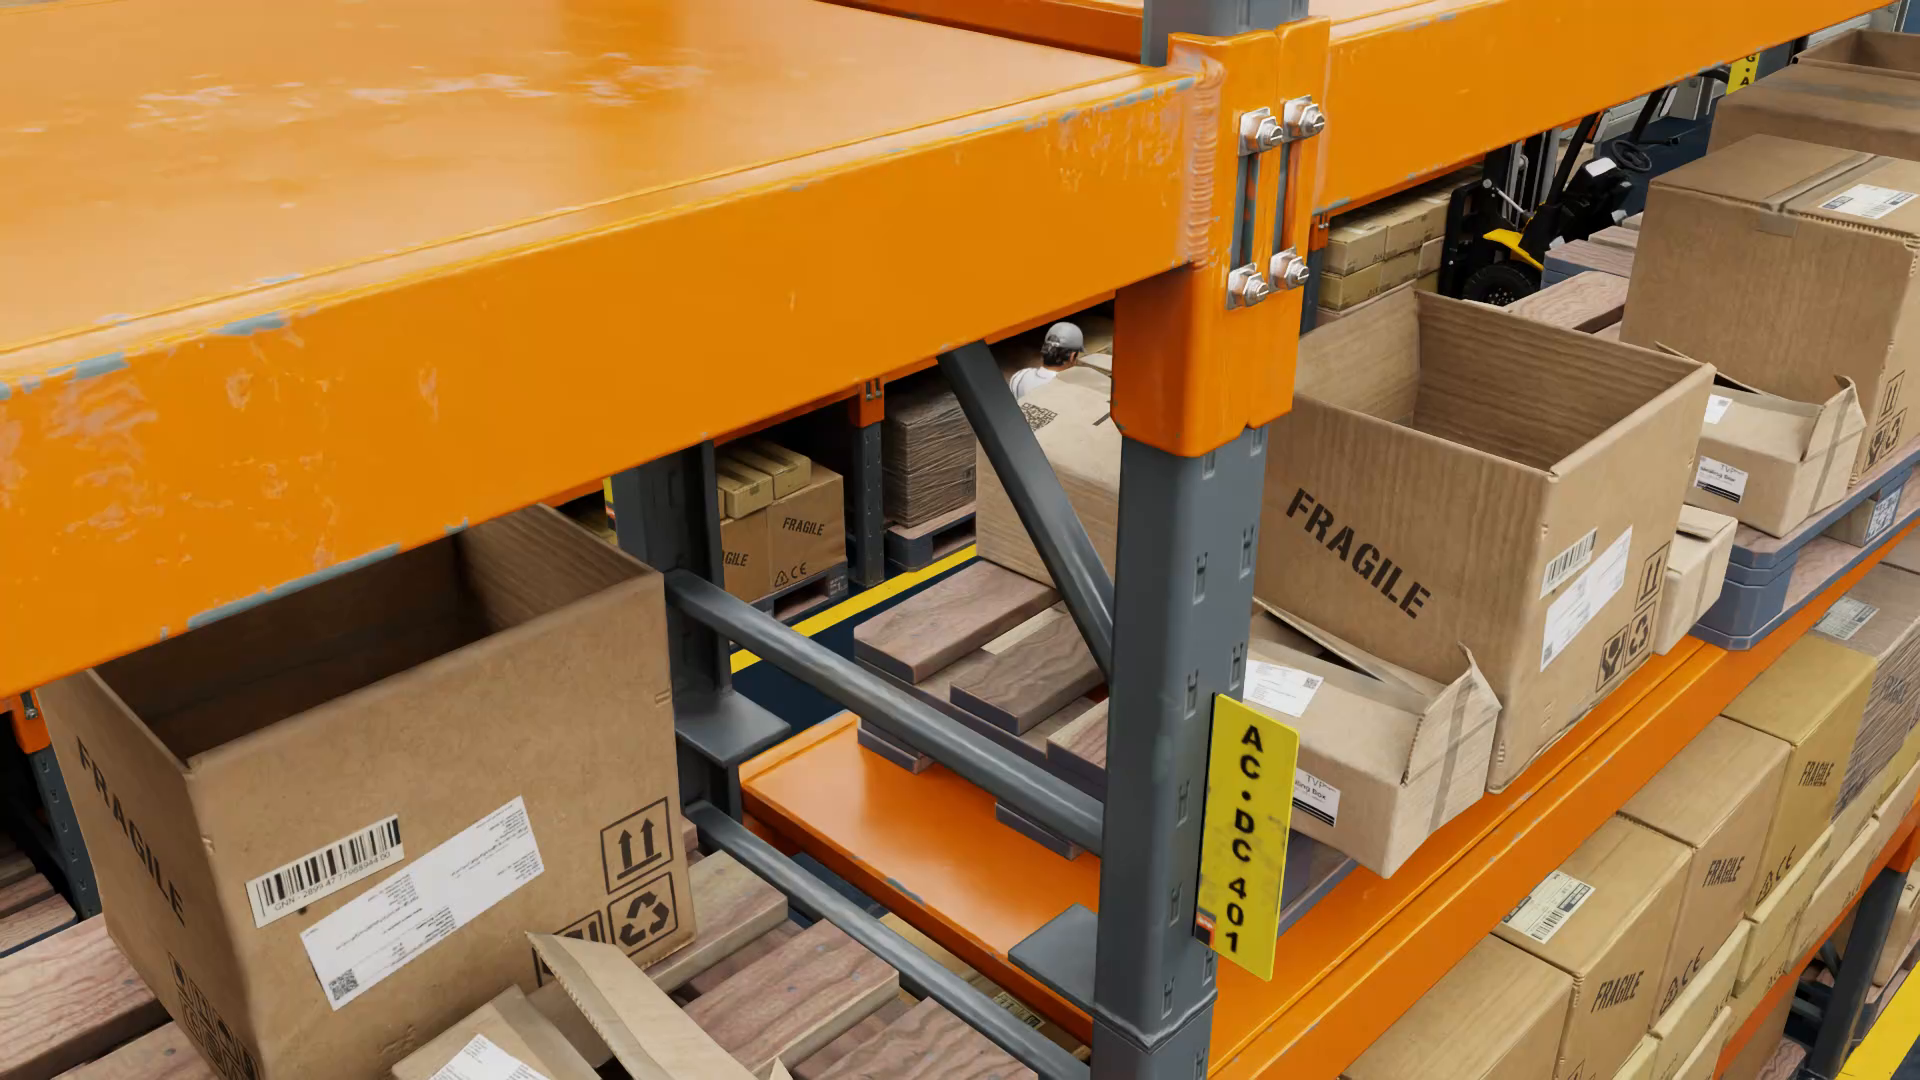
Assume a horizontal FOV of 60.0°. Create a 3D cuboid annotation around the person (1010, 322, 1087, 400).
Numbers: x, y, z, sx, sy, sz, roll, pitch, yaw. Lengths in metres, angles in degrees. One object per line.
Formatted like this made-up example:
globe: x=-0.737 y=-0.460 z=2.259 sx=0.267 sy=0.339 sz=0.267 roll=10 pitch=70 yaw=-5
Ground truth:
person: x=0.454 y=-0.271 z=8.164 sx=0.480 sy=1.649 sz=0.418 roll=24 pitch=36 yaw=38
